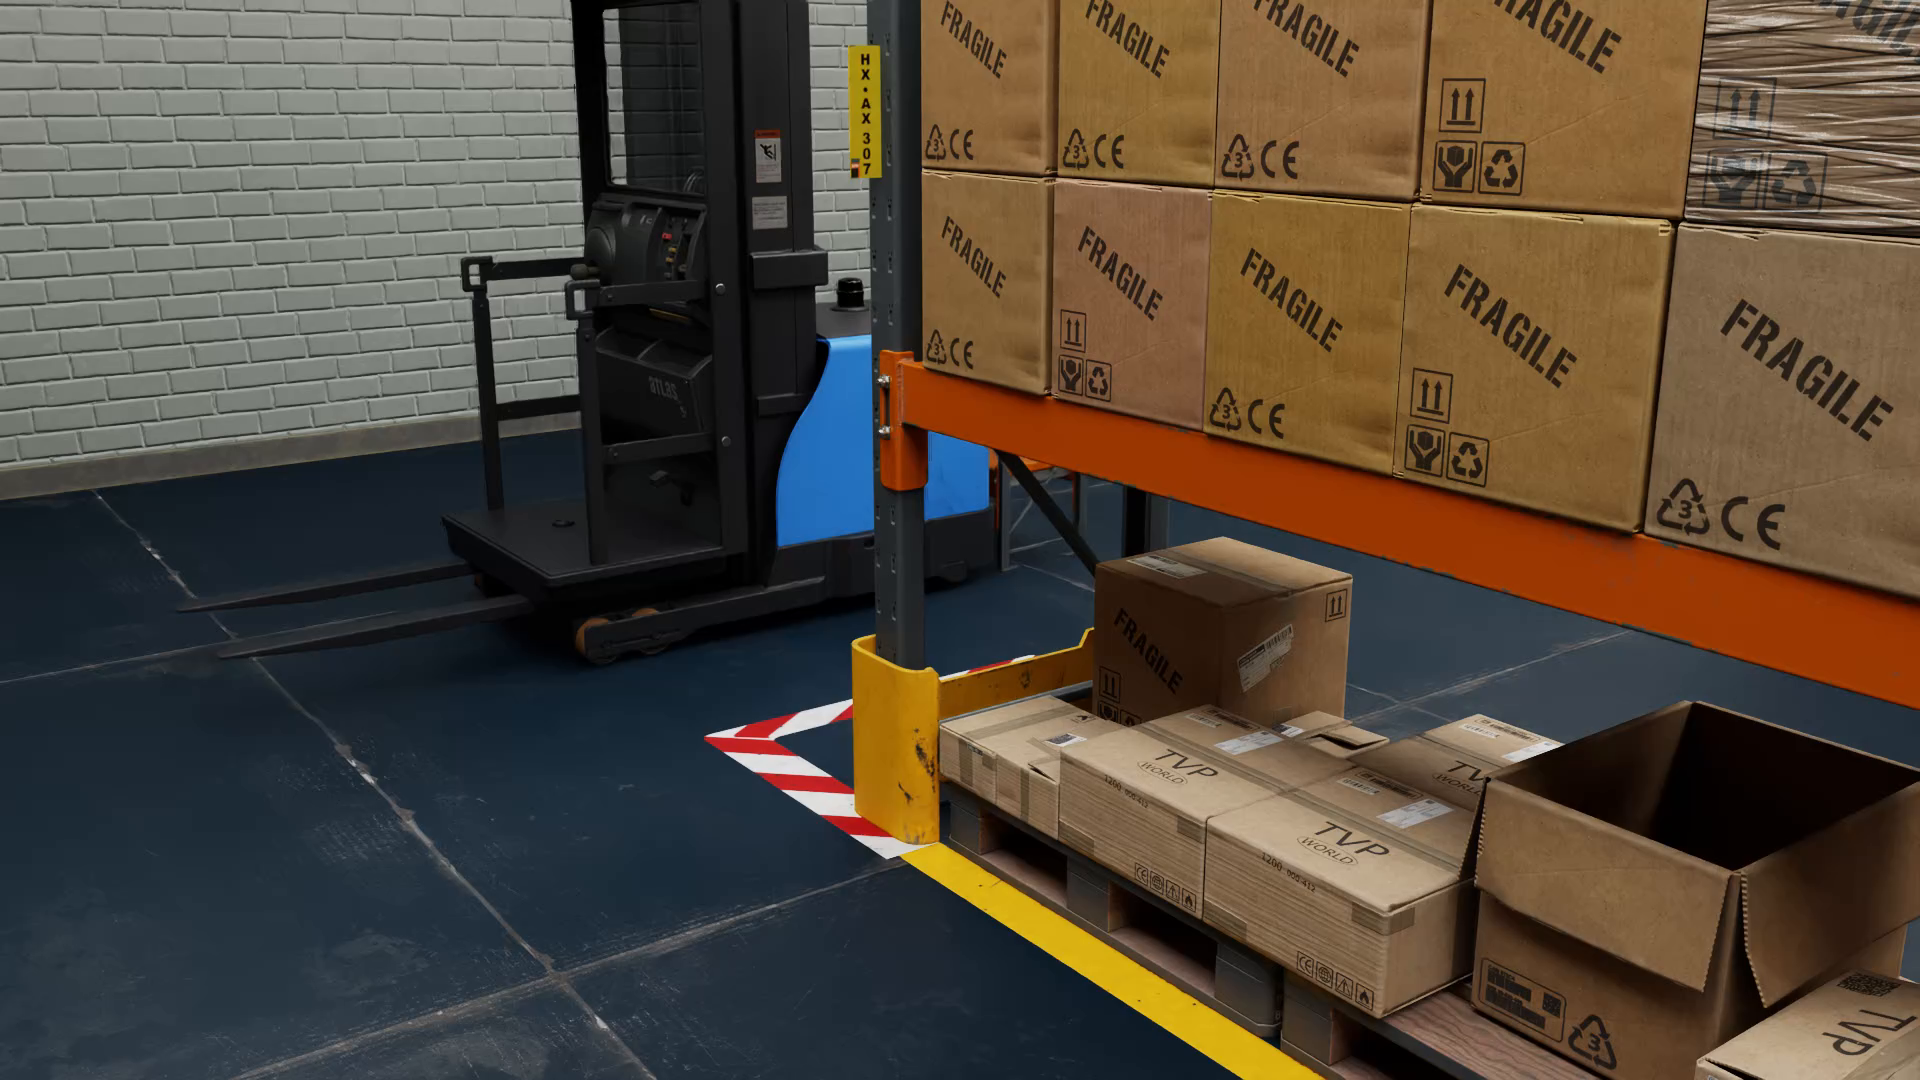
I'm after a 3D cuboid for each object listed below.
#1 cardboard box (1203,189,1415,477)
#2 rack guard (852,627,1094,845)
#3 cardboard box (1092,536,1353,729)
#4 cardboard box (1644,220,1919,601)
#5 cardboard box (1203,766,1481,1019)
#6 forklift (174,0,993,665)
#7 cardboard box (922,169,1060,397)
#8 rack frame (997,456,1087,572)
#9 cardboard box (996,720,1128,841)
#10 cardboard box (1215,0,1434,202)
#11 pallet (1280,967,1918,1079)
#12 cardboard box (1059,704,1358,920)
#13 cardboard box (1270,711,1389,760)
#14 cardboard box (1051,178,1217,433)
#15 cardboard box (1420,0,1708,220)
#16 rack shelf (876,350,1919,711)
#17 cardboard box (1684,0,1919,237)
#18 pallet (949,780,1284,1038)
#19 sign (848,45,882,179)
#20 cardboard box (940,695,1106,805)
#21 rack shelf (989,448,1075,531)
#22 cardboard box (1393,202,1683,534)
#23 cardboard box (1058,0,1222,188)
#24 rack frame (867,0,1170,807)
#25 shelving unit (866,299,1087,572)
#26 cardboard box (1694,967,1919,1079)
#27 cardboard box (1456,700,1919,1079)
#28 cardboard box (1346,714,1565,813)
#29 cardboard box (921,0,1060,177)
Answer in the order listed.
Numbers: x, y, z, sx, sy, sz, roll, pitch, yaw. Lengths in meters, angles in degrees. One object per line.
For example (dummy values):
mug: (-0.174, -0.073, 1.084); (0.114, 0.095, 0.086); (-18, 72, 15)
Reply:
cardboard box: (0.849, -0.447, 3.336); (0.500, 0.500, 0.500); (-11, 19, -35)
rack guard: (0.246, 0.471, 4.909); (1.175, 0.500, 0.348); (-11, 19, -35)
cardboard box: (0.720, 0.320, 4.626); (0.500, 0.500, 0.500); (-11, 19, -35)
cardboard box: (1.444, -0.231, 2.550); (0.500, 0.500, 0.500); (-10, 18, -33)
cardboard box: (0.879, 0.737, 3.578); (0.500, 0.250, 0.500); (-11, 19, -35)
forklift: (-1.355, -1.126, 6.137); (3.031, 2.935, 1.130); (-11, 19, -35)
cardboard box: (0.249, -0.664, 4.129); (0.500, 0.500, 0.500); (-10, 18, -33)
rack frame: (0.358, -0.450, 7.090); (0.500, 1.125, 0.032); (-13, 20, -39)
cardboard box: (0.316, 0.599, 4.237); (0.380, 0.166, 0.250); (-11, 19, -35)
cardboard box: (0.853, -0.928, 3.201); (0.500, 0.500, 0.500); (-11, 19, -34)
pallet: (1.429, 1.041, 3.374); (1.003, 0.211, 1.213); (-11, 19, -35)
cardboard box: (0.585, 0.630, 3.968); (0.500, 0.250, 0.500); (-11, 19, -35)
cardboard box: (0.886, 0.582, 4.303); (0.380, 0.166, 0.250); (-11, 19, -35)
cardboard box: (0.557, -0.554, 3.730); (0.500, 0.500, 0.500); (-11, 19, -35)
cardboard box: (1.152, -0.819, 2.805); (0.500, 0.500, 0.500); (-11, 19, -35)
rack shelf: (1.377, 0.023, 3.173); (1.077, 0.370, 4.000); (-11, 19, -35)
cardboard box: (1.447, -0.712, 2.411); (0.500, 0.500, 0.500); (-11, 19, -34)
pallet: (0.715, 0.780, 4.326); (1.003, 0.211, 1.213); (-11, 19, -35)
sign: (-0.238, -1.084, 4.216); (0.100, 0.325, 0.005); (-11, 19, -35)
cardboard box: (0.169, 0.555, 4.435); (0.380, 0.149, 0.250); (-11, 19, -35)
rack shelf: (0.029, -0.317, 7.528); (0.538, 0.278, 1.000); (-13, 20, -39)
cardboard box: (1.142, -0.340, 2.946); (0.500, 0.500, 0.500); (-11, 19, -34)
cardboard box: (0.562, -1.035, 3.594); (0.500, 0.500, 0.500); (-11, 19, -34)
rack frame: (0.201, -0.751, 4.638); (1.000, 3.000, 0.127); (-11, 19, -35)
shelving unit: (0.029, -0.552, 7.463); (0.538, 1.125, 1.048); (-13, 20, -39)
cardboard box: (1.548, 0.950, 2.683); (0.500, 0.311, 0.500); (-11, 19, -35)
cardboard box: (1.444, 0.695, 3.252); (0.797, 0.503, 0.637); (-11, 19, -35)
cardboard box: (1.255, 0.648, 3.900); (0.500, 0.250, 0.500); (-11, 19, -35)
cardboard box: (0.249, -1.146, 3.997); (0.500, 0.500, 0.500); (-10, 18, -33)
